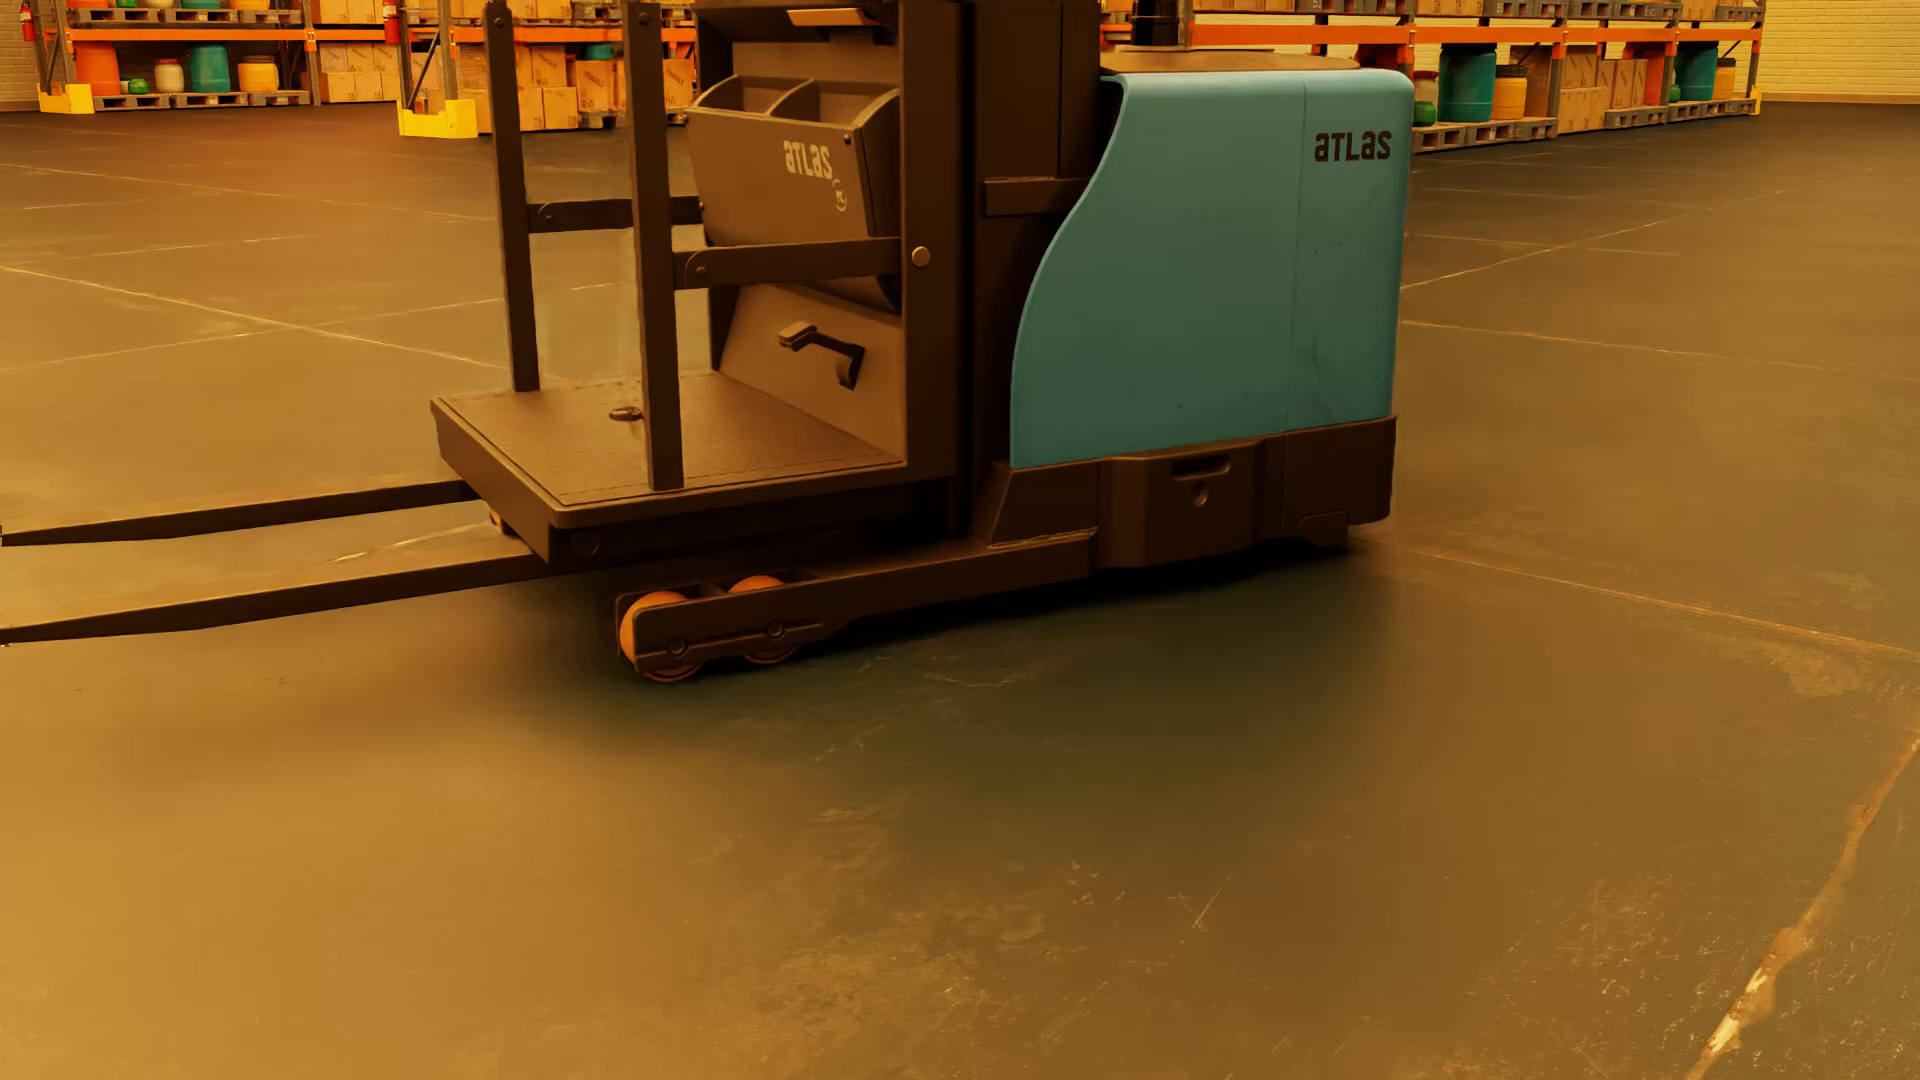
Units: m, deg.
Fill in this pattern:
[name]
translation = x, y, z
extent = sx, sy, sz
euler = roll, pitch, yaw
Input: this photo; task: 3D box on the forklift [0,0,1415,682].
[forklift]
translation = -0.535, -1.314, 3.225
extent = 3.031, 2.935, 1.130
euler = -9, 19, -27
